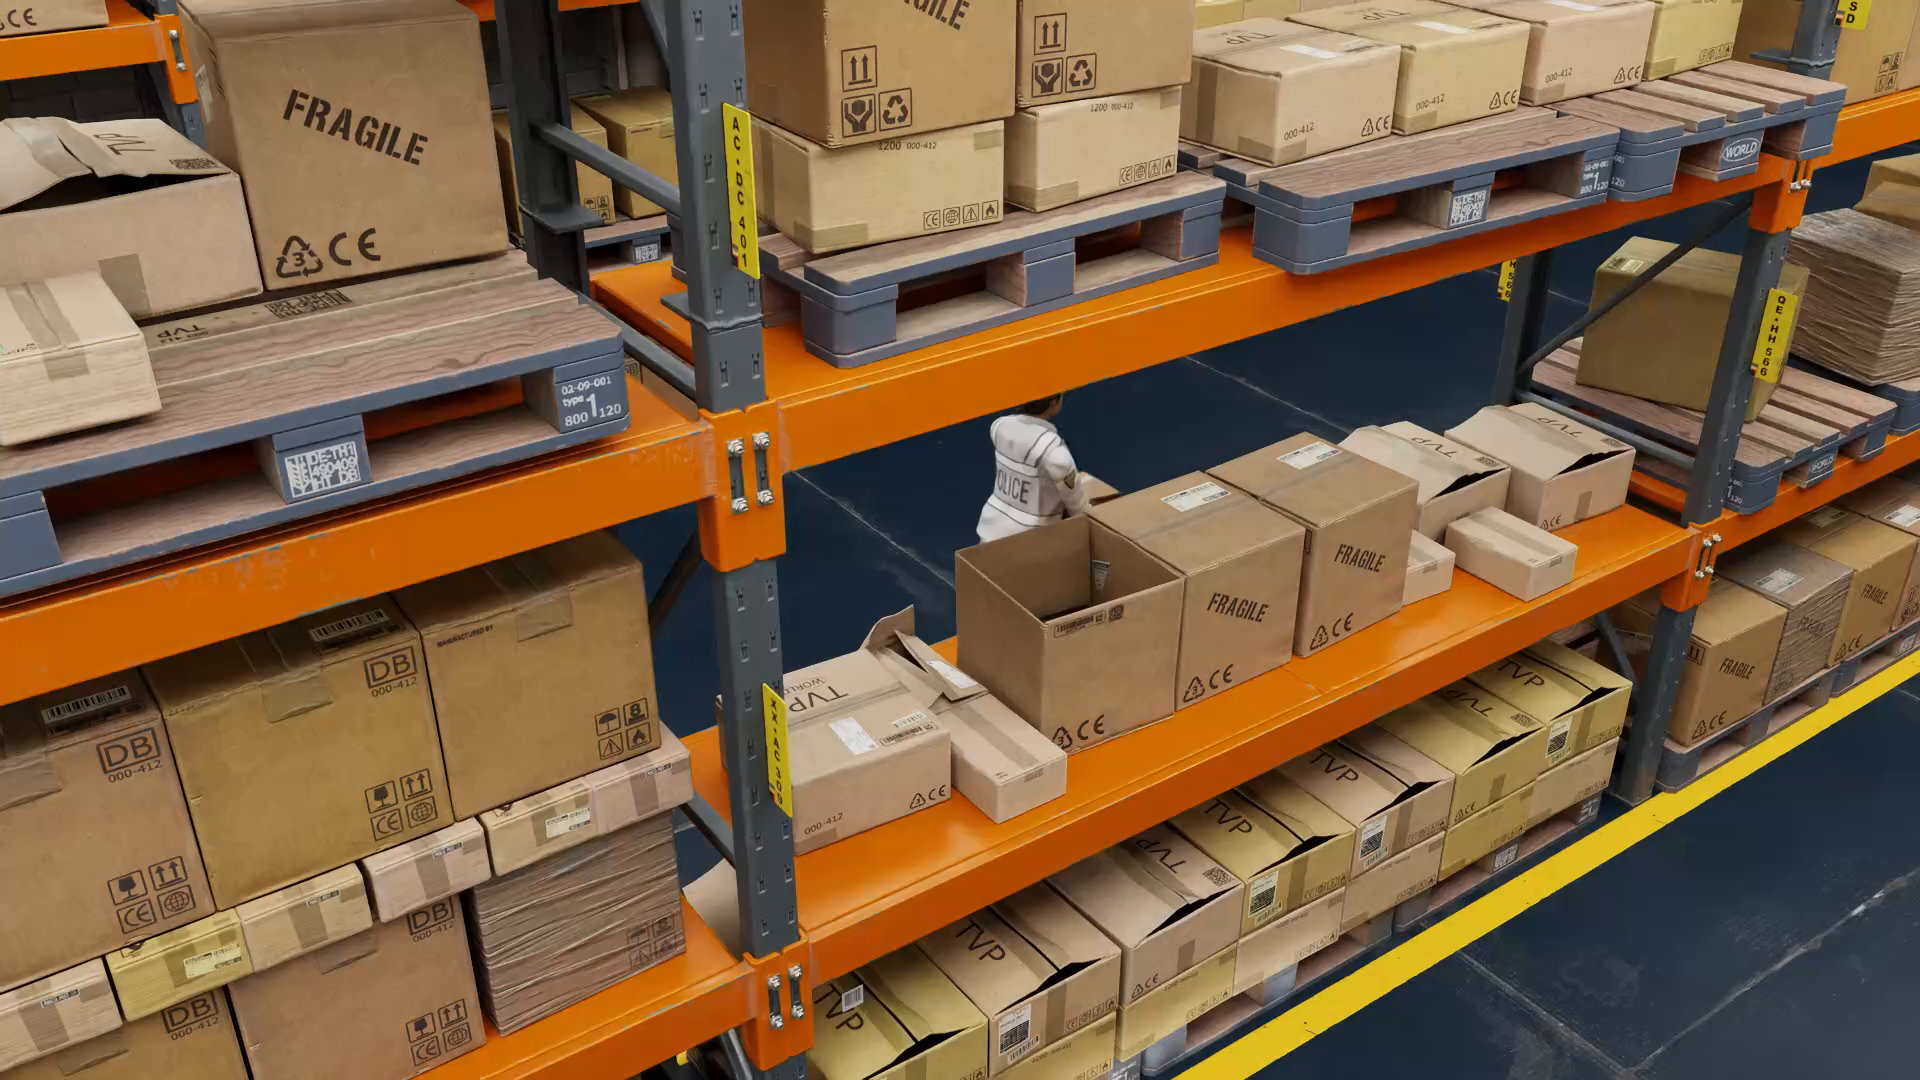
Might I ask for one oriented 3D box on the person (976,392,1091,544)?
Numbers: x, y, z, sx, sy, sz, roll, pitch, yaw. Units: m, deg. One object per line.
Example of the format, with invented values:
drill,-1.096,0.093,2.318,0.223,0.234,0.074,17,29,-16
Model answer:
person,0.337,0.005,7.125,0.544,1.663,0.416,-20,34,-31
